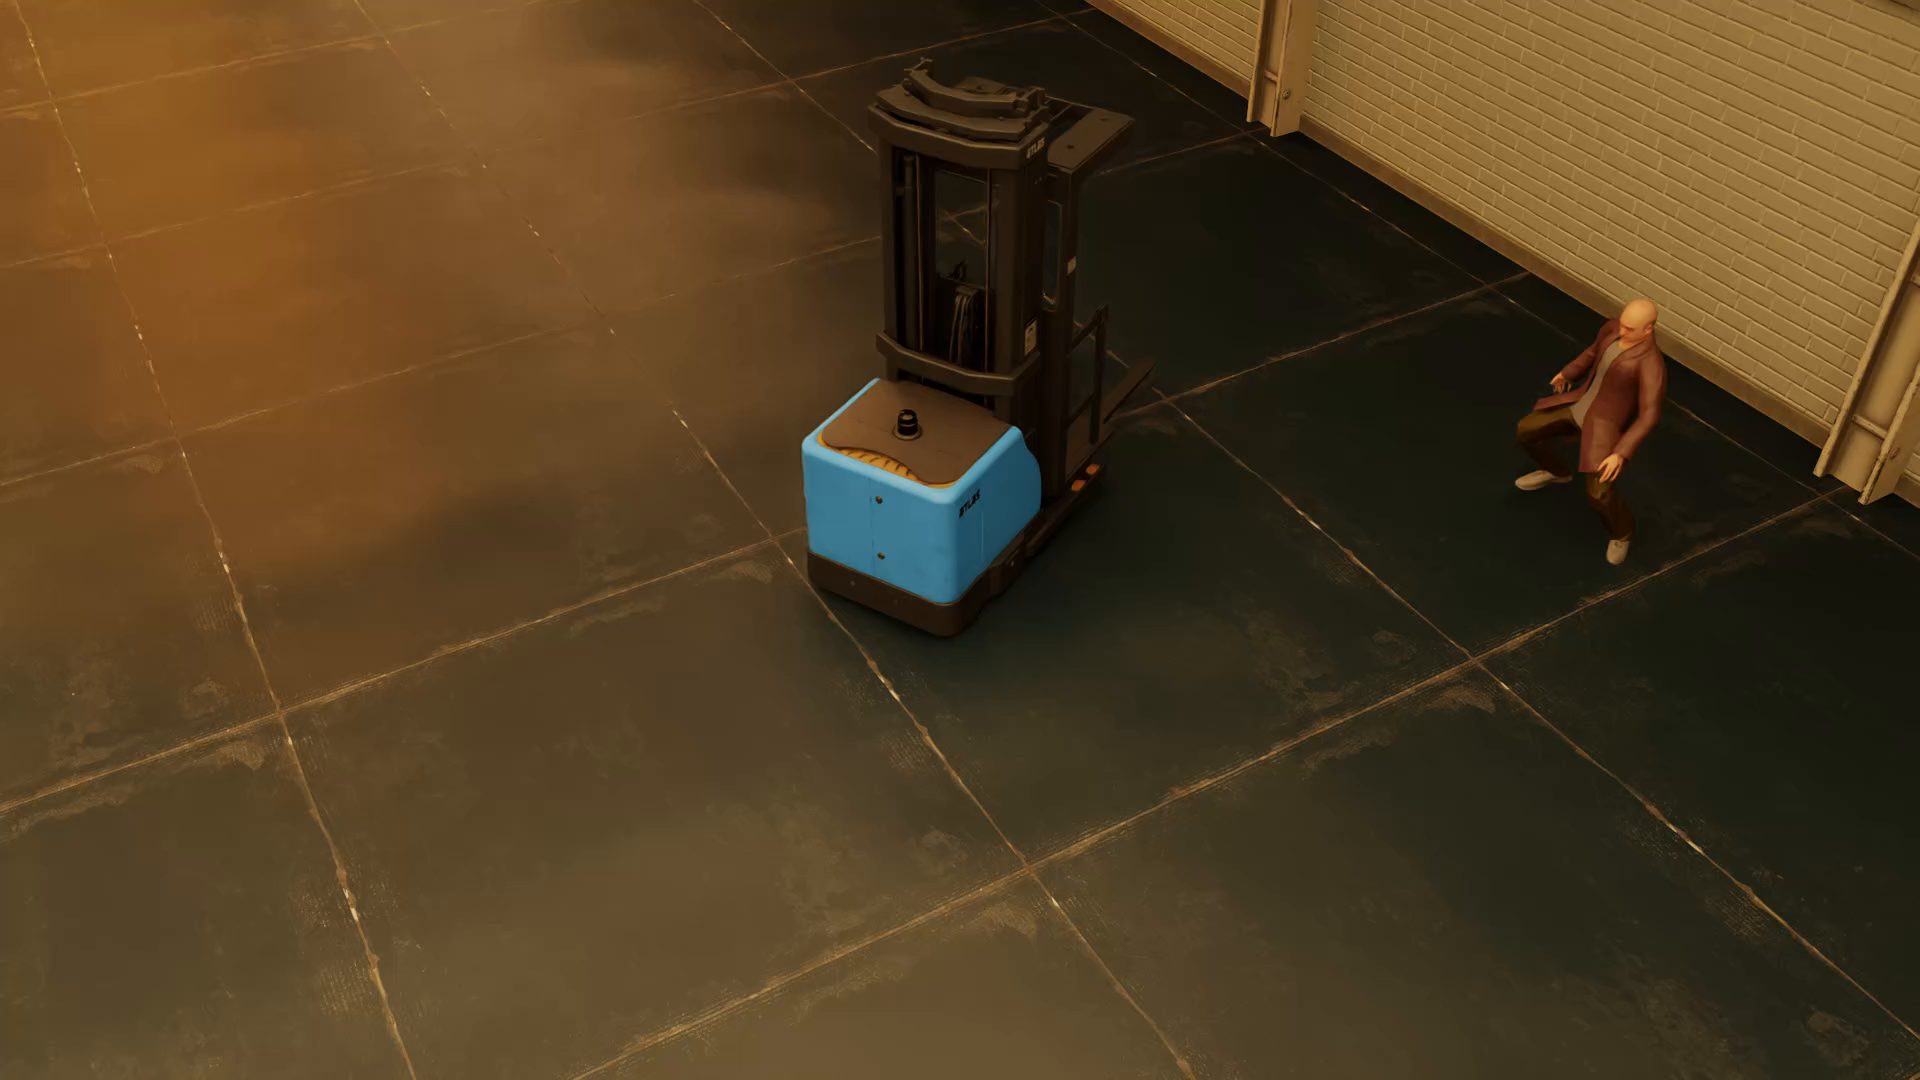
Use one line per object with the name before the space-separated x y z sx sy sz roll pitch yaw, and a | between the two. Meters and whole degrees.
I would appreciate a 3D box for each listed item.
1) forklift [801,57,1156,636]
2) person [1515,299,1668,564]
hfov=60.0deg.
forklift | 0.286 -1.493 9.836 1.130 2.935 3.031 21 44 24
person | 3.829 -0.734 9.948 0.656 1.656 0.988 -6 40 -7
